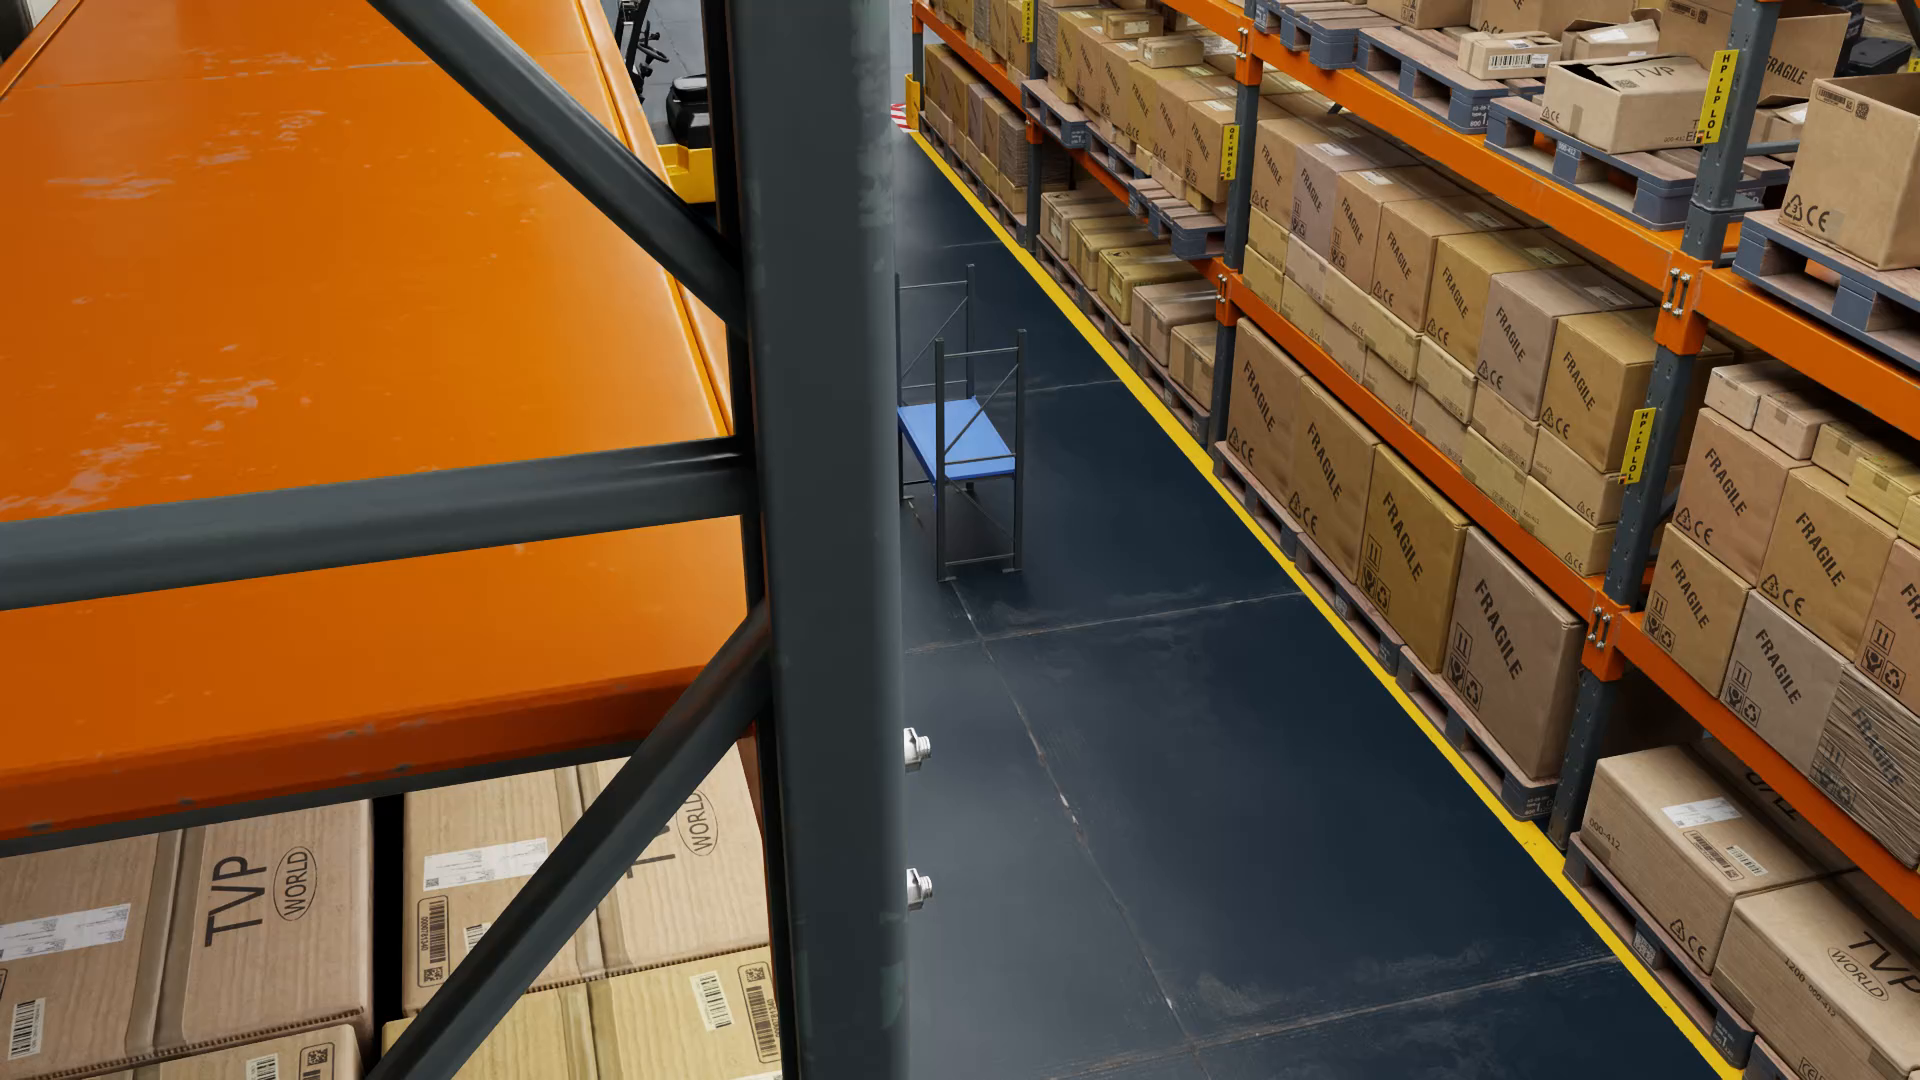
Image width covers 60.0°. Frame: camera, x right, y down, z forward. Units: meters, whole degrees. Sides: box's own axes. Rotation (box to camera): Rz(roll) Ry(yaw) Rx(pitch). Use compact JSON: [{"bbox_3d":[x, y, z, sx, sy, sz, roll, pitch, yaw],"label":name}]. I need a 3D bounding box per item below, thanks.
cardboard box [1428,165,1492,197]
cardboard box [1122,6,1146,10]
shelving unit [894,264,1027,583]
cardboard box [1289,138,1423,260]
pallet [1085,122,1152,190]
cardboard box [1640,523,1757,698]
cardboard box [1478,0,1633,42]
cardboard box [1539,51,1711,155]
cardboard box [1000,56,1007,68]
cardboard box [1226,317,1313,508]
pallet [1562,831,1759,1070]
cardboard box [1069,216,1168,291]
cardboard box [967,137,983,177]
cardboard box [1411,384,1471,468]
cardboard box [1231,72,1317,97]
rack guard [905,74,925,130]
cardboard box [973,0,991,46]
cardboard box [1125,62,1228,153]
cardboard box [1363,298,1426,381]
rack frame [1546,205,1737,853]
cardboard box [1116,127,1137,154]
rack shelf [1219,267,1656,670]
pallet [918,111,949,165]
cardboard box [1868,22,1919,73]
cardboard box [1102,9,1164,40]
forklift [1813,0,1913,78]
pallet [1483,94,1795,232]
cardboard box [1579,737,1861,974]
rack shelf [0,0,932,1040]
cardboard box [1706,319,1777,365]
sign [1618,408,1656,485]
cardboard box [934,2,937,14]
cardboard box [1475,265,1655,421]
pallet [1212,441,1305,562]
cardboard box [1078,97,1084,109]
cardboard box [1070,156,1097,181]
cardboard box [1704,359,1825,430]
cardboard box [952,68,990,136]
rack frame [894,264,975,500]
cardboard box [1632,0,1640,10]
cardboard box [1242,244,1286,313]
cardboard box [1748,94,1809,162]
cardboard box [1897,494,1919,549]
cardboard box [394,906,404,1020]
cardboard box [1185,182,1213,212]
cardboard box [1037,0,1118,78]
[{"bbox_3d":[2.785,-1.683,8.797,0.500,0.500,0.500,-8,31,-13],"label":"cardboard box"},{"bbox_3d":[1.542,-3.763,12.673,0.500,0.500,0.500,-8,31,-13],"label":"cardboard box"},{"bbox_3d":[-0.023,-0.690,9.677,0.538,1.500,1.048,-8,31,-13],"label":"shelving unit"},{"bbox_3d":[2.163,-1.877,9.131,0.500,0.500,0.500,-8,31,-13],"label":"cardboard box"},{"bbox_3d":[1.562,-2.777,11.977,1.003,0.211,1.213,-8,31,-13],"label":"pallet"},{"bbox_3d":[3.060,0.240,6.472,0.500,0.500,0.500,-7,31,-12],"label":"cardboard box"},{"bbox_3d":[2.874,-2.620,8.000,0.500,0.500,0.500,-8,31,-13],"label":"cardboard box"},{"bbox_3d":[2.752,-1.817,6.801,0.500,0.311,0.500,-8,31,-13],"label":"cardboard box"},{"bbox_3d":[0.566,-4.226,14.538,0.380,0.149,0.250,-8,31,-14],"label":"cardboard box"},{"bbox_3d":[2.230,-0.827,10.118,0.875,0.875,0.875,-8,31,-14],"label":"cardboard box"},{"bbox_3d":[3.315,1.607,6.994,1.003,0.211,1.213,-8,31,-13],"label":"pallet"},{"bbox_3d":[1.401,-2.286,13.141,0.950,0.372,0.625,-6,31,-10],"label":"cardboard box"},{"bbox_3d":[0.367,-3.585,15.506,0.500,0.250,0.500,-7,31,-13],"label":"cardboard box"},{"bbox_3d":[2.576,-0.588,8.153,0.500,0.250,0.500,-9,31,-15],"label":"cardboard box"},{"bbox_3d":[2.085,-2.762,10.943,0.500,0.500,0.500,-6,31,-11],"label":"cardboard box"},{"bbox_3d":[0.023,-4.655,17.524,1.175,0.500,0.348,-8,31,-13],"label":"rack guard"},{"bbox_3d":[0.422,-4.693,14.698,0.500,0.500,0.500,-7,31,-12],"label":"cardboard box"},{"bbox_3d":[1.455,-2.938,11.247,0.500,0.500,0.500,-10,32,-17],"label":"cardboard box"},{"bbox_3d":[2.401,-1.045,8.442,0.500,0.250,0.500,-7,31,-12],"label":"cardboard box"},{"bbox_3d":[3.188,0.022,6.948,1.000,3.000,0.127,-8,31,-13],"label":"rack frame"},{"bbox_3d":[1.325,-2.848,11.738,0.380,0.149,0.250,-9,31,-15],"label":"cardboard box"},{"bbox_3d":[2.657,-0.632,8.797,1.077,0.370,4.000,-8,31,-13],"label":"rack shelf"},{"bbox_3d":[0.205,-4.133,16.911,1.003,0.211,1.213,-8,31,-13],"label":"pallet"},{"bbox_3d":[6.763,-3.311,11.609,0.700,0.500,0.500,-8,31,-14],"label":"cardboard box"},{"bbox_3d":[1.236,-3.691,11.900,0.380,0.149,0.250,-6,31,-10],"label":"cardboard box"},{"bbox_3d":[5.227,-2.217,10.886,1.130,2.935,3.031,26,39,37],"label":"forklift"},{"bbox_3d":[2.897,-1.629,6.999,0.805,0.209,1.217,-9,31,-15],"label":"pallet"},{"bbox_3d":[3.251,1.267,6.936,0.875,0.438,0.875,-8,31,-14],"label":"cardboard box"},{"bbox_3d":[-1.066,-0.634,2.814,1.077,0.370,4.000,-8,31,-13],"label":"rack shelf"},{"bbox_3d":[3.349,-0.705,7.106,0.500,0.500,0.500,-7,31,-13],"label":"cardboard box"},{"bbox_3d":[2.668,-0.368,6.545,0.100,0.325,0.005,-8,31,-13],"label":"sign"},{"bbox_3d":[-0.033,-5.214,16.246,0.380,0.149,0.250,-9,31,-15],"label":"cardboard box"},{"bbox_3d":[2.683,-0.885,7.418,0.500,0.500,0.500,-7,31,-12],"label":"cardboard box"},{"bbox_3d":[2.263,-0.312,10.309,1.003,0.211,1.213,-8,31,-13],"label":"pallet"},{"bbox_3d":[1.114,-3.357,12.618,0.380,0.149,0.250,-6,31,-10],"label":"cardboard box"},{"bbox_3d":[1.169,-3.479,14.574,0.500,0.500,0.500,-6,31,-11],"label":"cardboard box"},{"bbox_3d":[3.022,-0.548,6.187,0.380,0.149,0.250,-8,31,-14],"label":"cardboard box"},{"bbox_3d":[0.226,-4.157,15.745,0.500,0.500,0.500,-7,31,-12],"label":"cardboard box"},{"bbox_3d":[-0.158,-0.936,10.101,0.500,1.500,0.032,-8,31,-13],"label":"rack frame"},{"bbox_3d":[5.948,-4.786,14.157,0.700,0.500,0.500,-8,31,-14],"label":"cardboard box"},{"bbox_3d":[2.014,-1.575,9.857,0.500,0.250,0.500,-8,31,-14],"label":"cardboard box"},{"bbox_3d":[3.393,-1.688,6.623,0.396,0.266,0.258,-8,31,-14],"label":"cardboard box"},{"bbox_3d":[3.263,-0.048,5.324,0.380,0.149,0.250,-9,31,-15],"label":"cardboard box"},{"bbox_3d":[-1.063,0.829,2.412,0.500,0.250,0.500,-8,31,-13],"label":"cardboard box"},{"bbox_3d":[1.672,-2.230,10.670,0.380,0.149,0.250,-7,31,-13],"label":"cardboard box"},{"bbox_3d":[0.913,-3.931,12.962,0.500,0.500,0.500,-7,31,-12],"label":"cardboard box"}]
